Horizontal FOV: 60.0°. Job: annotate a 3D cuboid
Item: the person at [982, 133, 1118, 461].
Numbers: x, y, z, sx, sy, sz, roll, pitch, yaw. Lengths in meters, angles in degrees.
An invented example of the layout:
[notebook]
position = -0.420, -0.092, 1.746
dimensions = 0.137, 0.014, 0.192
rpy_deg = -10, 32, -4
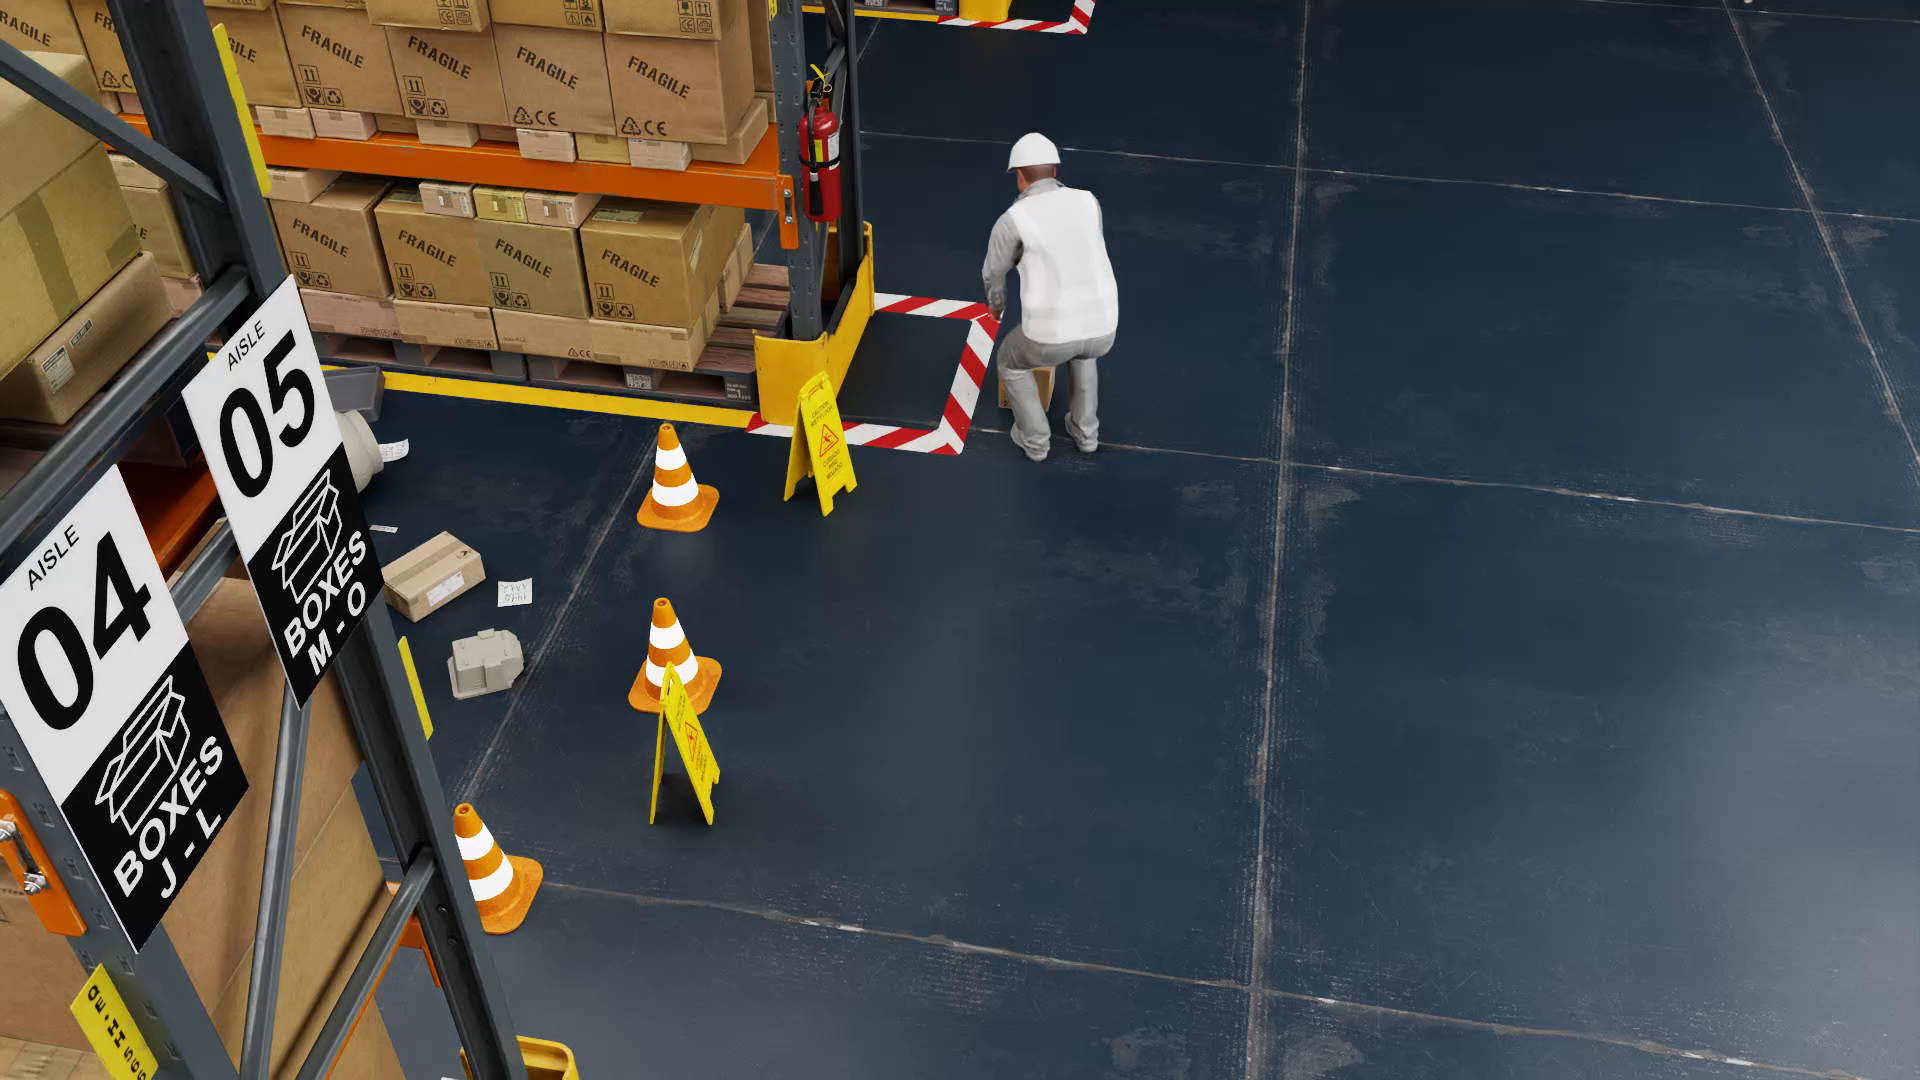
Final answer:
[person]
position = 0.404, -1.072, 7.635
dimensions = 0.591, 1.478, 0.734
rpy_deg = -11, 42, -13
